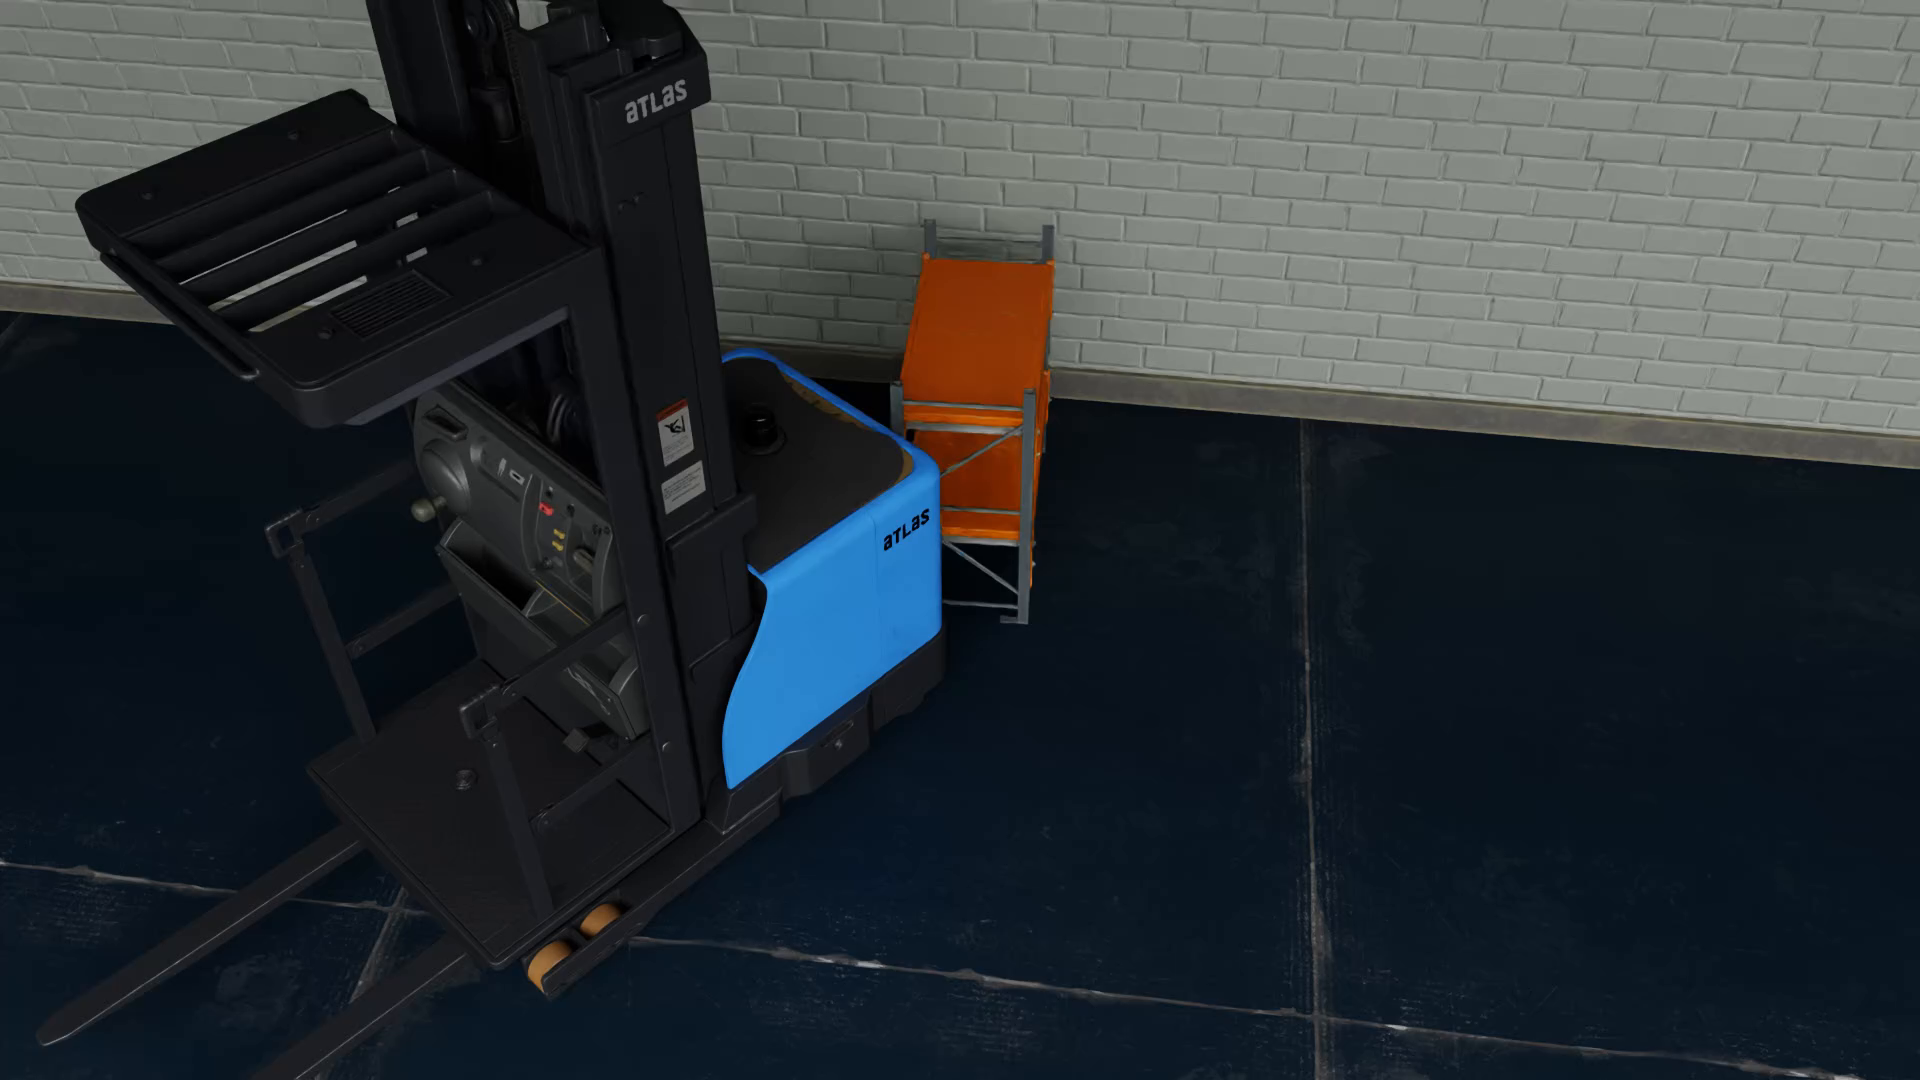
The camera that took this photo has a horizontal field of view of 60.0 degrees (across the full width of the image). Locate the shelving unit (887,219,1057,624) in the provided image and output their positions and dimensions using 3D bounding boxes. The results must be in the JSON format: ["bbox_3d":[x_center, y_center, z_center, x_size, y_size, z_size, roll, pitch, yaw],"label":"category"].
[{"bbox_3d":[0.063,-0.458,6.414,0.538,1.125,1.048,4,44,4],"label":"shelving unit"}]

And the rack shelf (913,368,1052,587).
[{"bbox_3d":[0.065,-0.281,6.582,0.538,0.278,1.000,4,44,4],"label":"rack shelf"}]

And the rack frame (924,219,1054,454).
[{"bbox_3d":[0.115,-0.806,6.781,0.500,1.125,0.032,4,44,4],"label":"rack frame"}]

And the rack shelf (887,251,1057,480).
[{"bbox_3d":[0.062,-0.671,6.212,0.538,0.278,1.000,4,44,4],"label":"rack shelf"}]

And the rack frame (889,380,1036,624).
[{"bbox_3d":[0.012,-0.110,6.046,0.500,1.125,0.032,4,44,4],"label":"rack frame"}]

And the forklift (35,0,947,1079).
[{"bbox_3d":[-1.433,-0.040,4.661,1.130,2.935,3.031,33,53,30],"label":"forklift"}]
